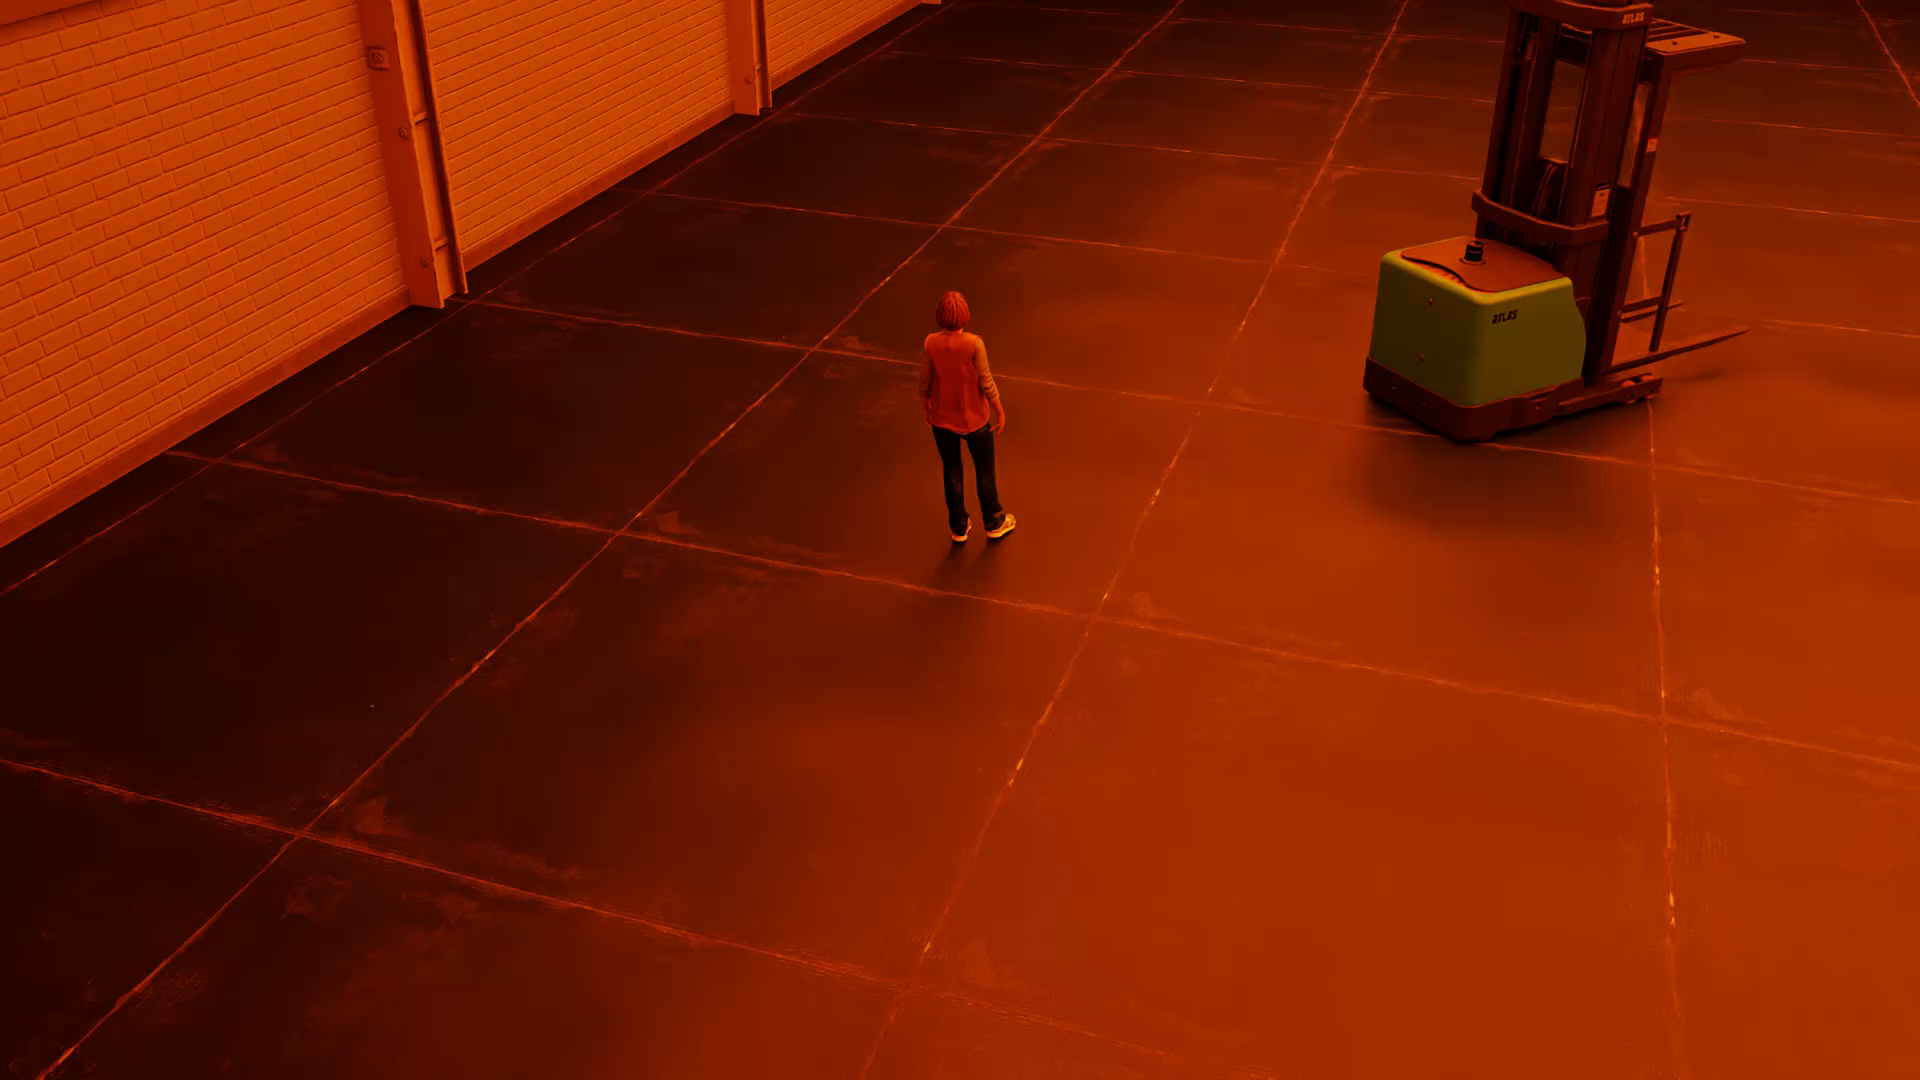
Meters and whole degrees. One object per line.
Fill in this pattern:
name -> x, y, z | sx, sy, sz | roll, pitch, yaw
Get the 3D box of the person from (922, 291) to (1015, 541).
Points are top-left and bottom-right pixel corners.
person -> 0.041, -0.723, 9.759 | 0.513, 1.576, 0.473 | 10, 31, 16

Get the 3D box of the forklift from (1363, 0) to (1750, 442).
forklift -> 4.417, -2.448, 11.431 | 3.031, 2.935, 1.130 | -15, 33, -25
